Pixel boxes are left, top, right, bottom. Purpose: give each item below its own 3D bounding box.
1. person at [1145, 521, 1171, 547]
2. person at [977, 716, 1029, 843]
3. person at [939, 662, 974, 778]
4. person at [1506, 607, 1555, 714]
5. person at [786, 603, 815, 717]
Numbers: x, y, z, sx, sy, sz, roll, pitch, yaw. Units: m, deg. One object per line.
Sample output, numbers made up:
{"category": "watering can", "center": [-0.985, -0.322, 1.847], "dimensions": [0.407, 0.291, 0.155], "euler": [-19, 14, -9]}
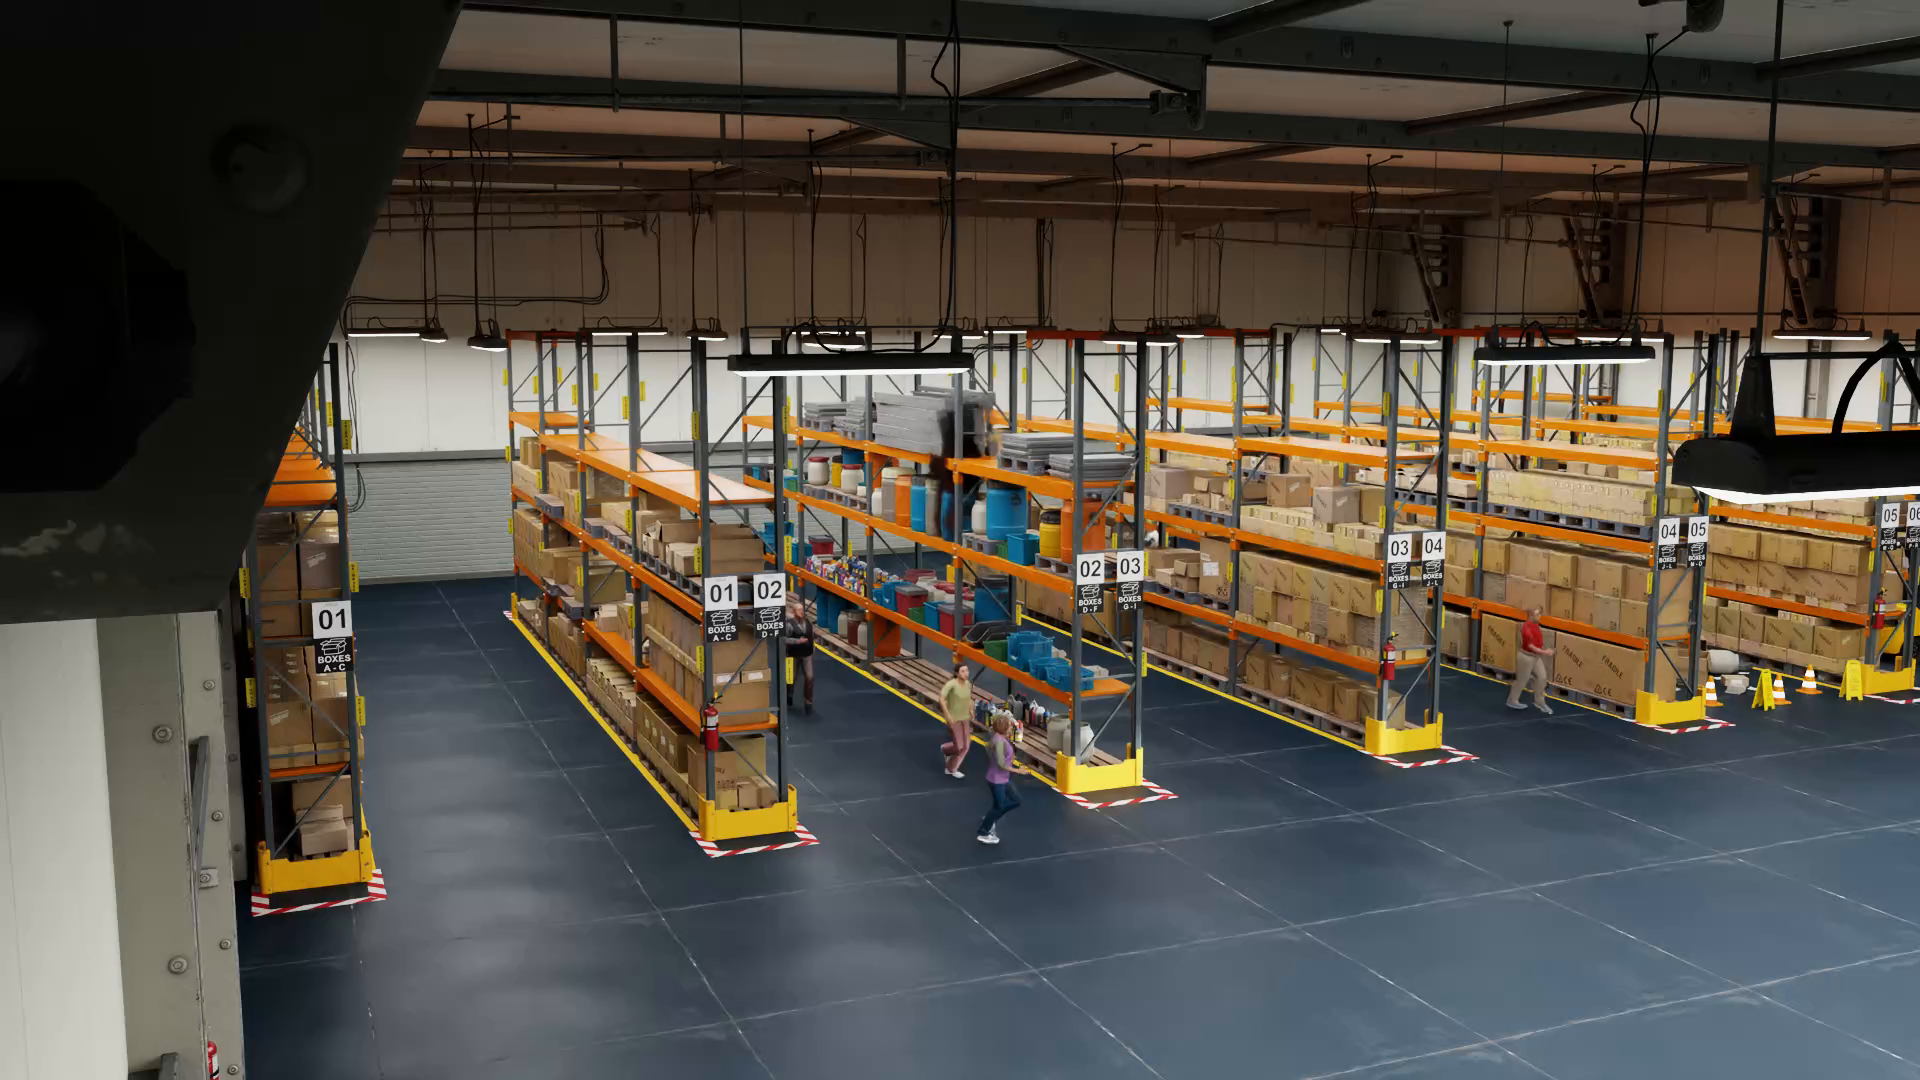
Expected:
{"category": "person", "center": [4.479, 0.384, 37.454], "dimensions": [0.556, 1.715, 0.882], "euler": [-4, 9, -26]}
{"category": "person", "center": [0.514, 2.863, 19.892], "dimensions": [0.630, 1.554, 0.518], "euler": [1, 8, 8]}
{"category": "person", "center": [-0.073, 2.447, 22.841], "dimensions": [0.581, 1.609, 0.546], "euler": [-6, 10, -37]}
{"category": "person", "center": [9.043, 1.910, 26.363], "dimensions": [0.726, 1.754, 0.656], "euler": [6, 10, 39]}
{"category": "person", "center": [-2.569, 1.879, 26.469], "dimensions": [0.615, 1.776, 0.867], "euler": [-3, 9, -24]}
